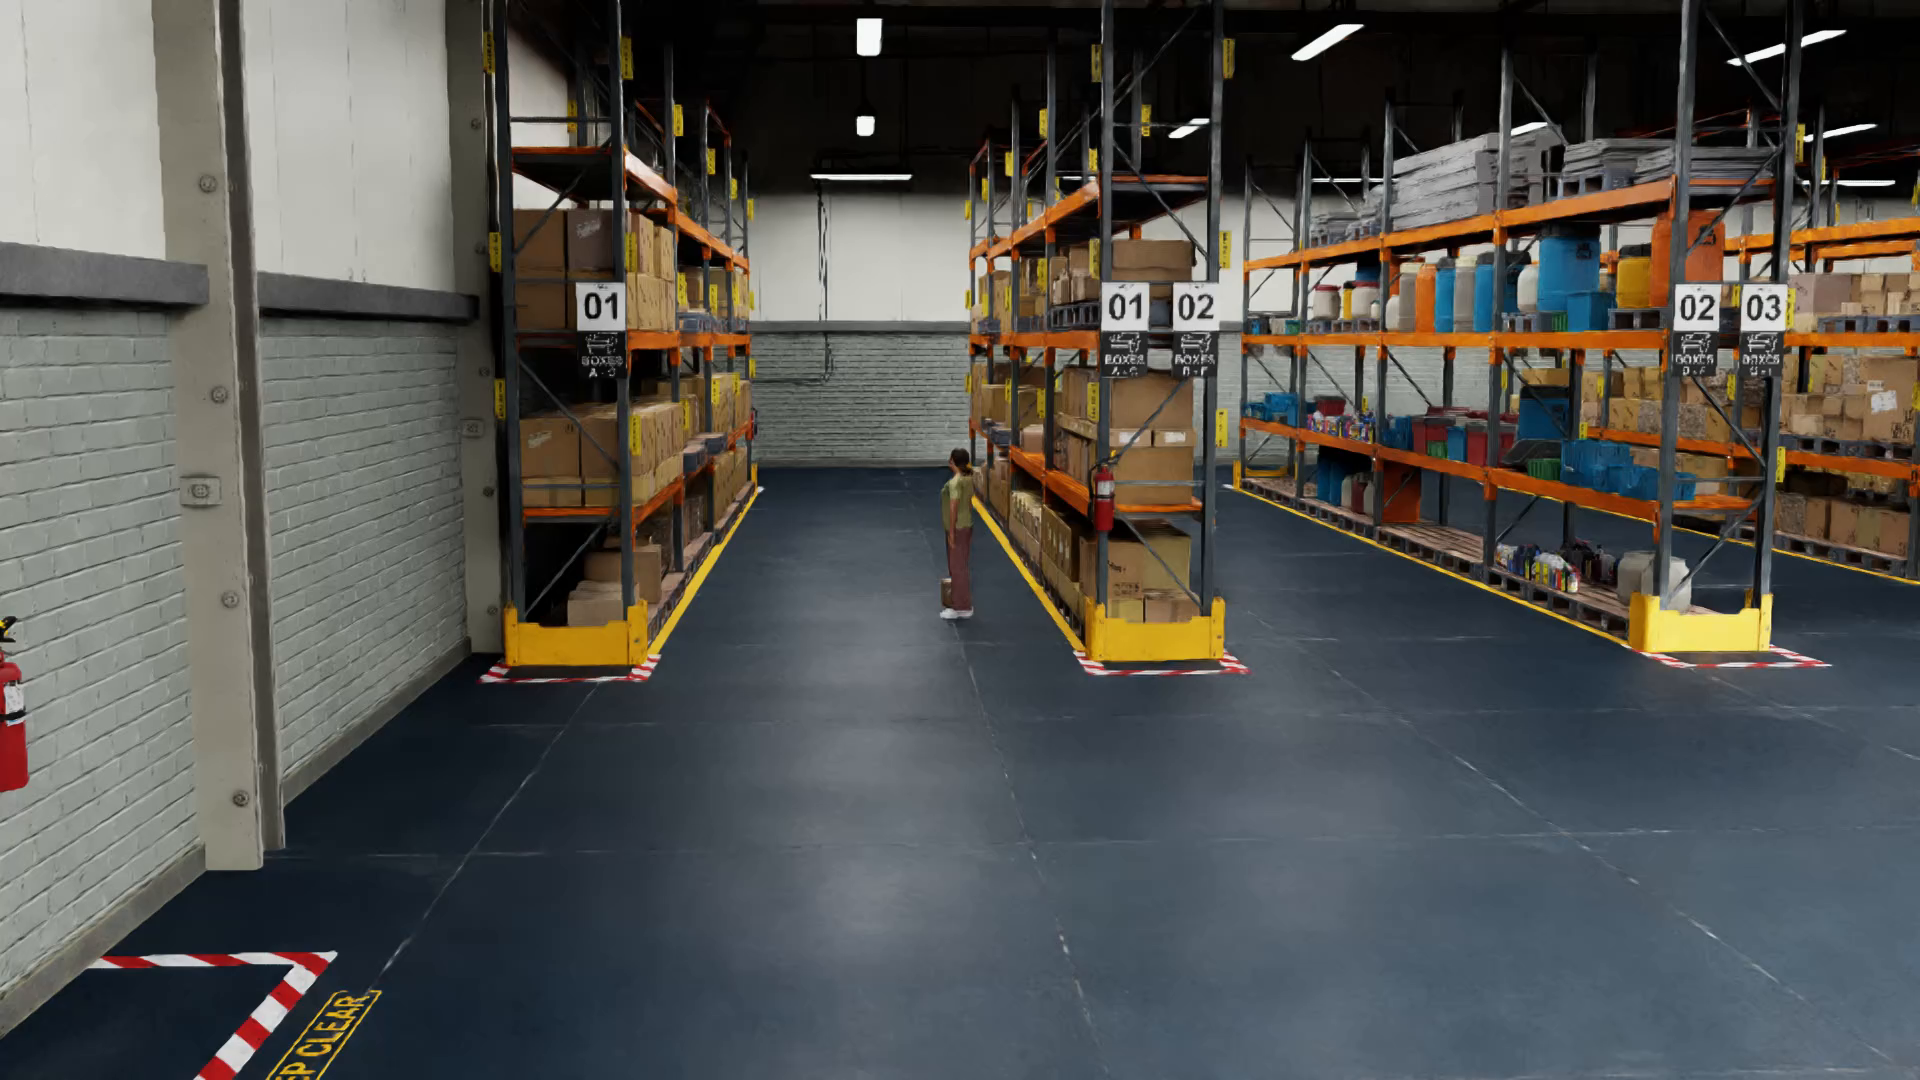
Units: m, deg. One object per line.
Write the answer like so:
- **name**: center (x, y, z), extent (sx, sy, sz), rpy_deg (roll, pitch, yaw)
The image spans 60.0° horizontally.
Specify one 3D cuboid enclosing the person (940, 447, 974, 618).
- **person**: center (-0.016, -0.079, 16.275), extent (0.329, 1.672, 0.492), rpy_deg (2, 7, 19)
